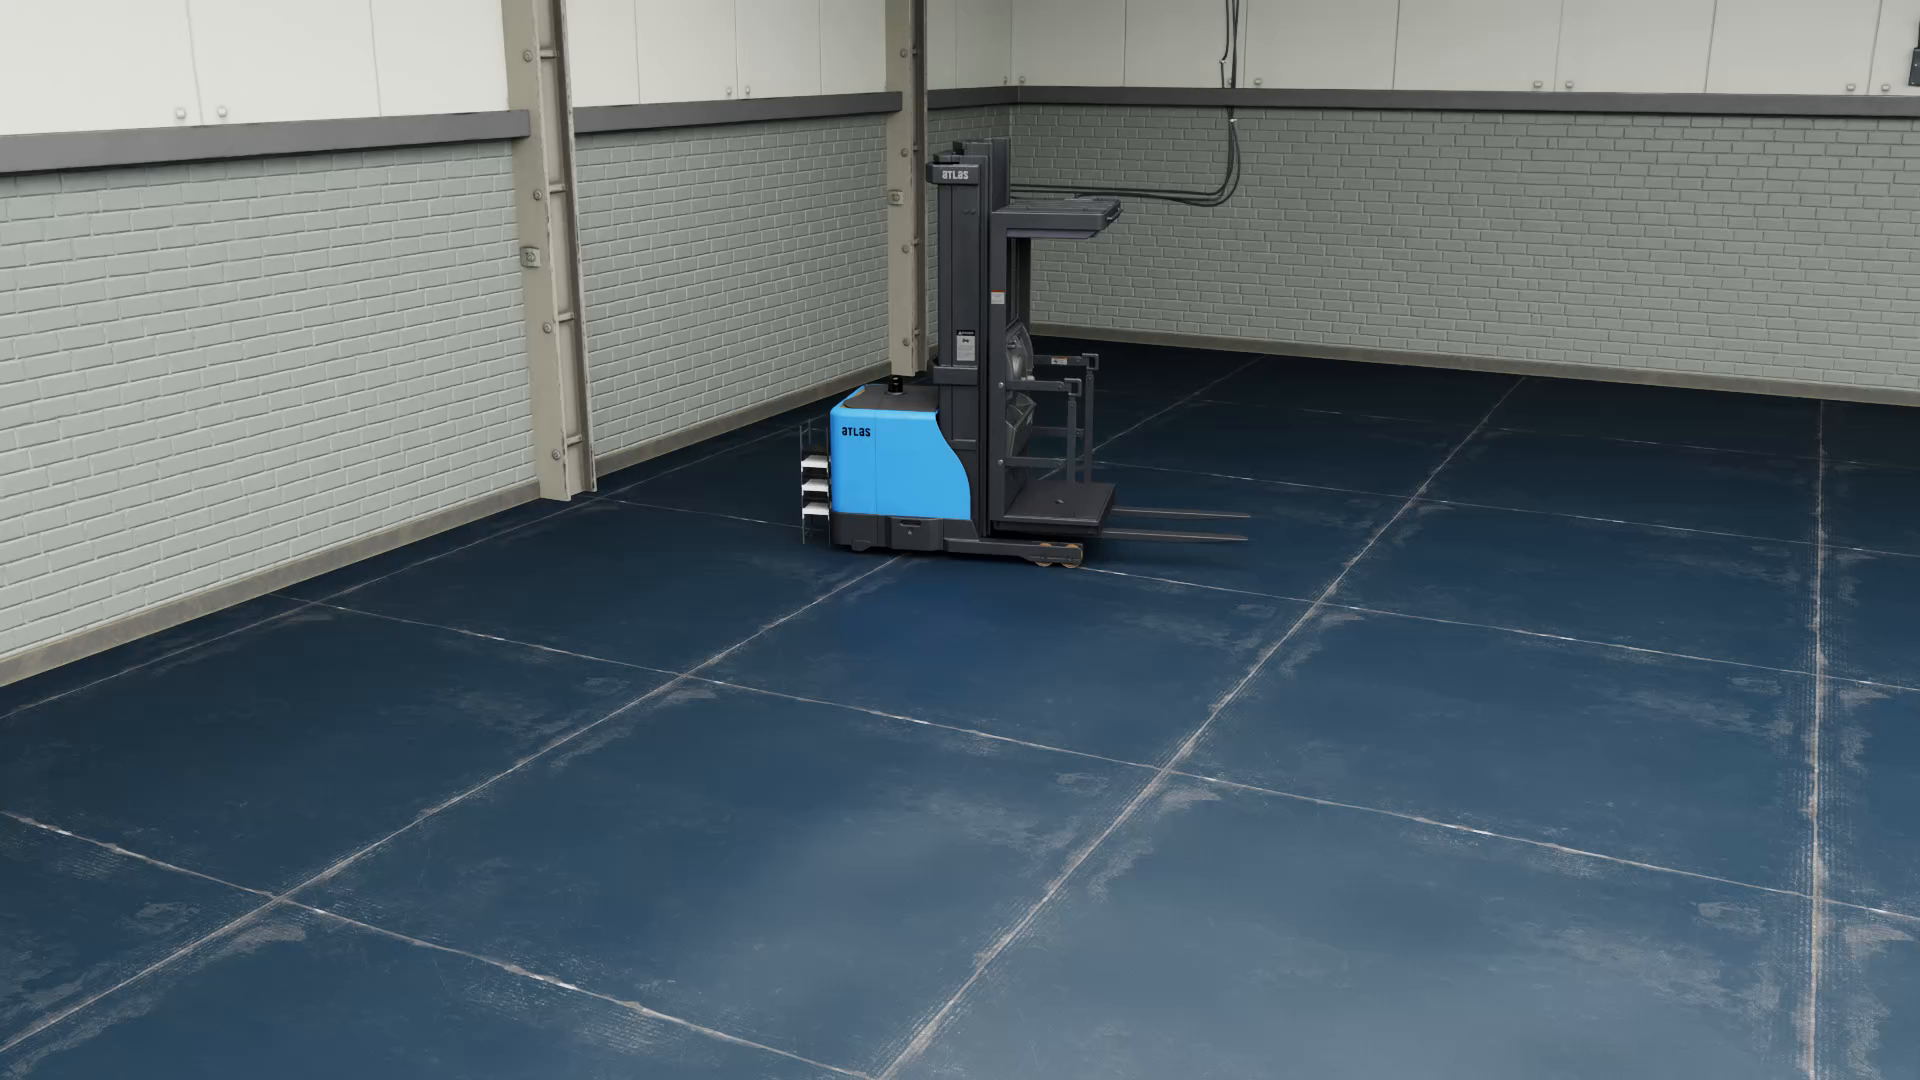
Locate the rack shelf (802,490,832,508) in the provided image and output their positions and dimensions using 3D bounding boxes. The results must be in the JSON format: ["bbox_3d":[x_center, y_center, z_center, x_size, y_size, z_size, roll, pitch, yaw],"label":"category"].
[{"bbox_3d":[-1.046,-0.311,12.423,0.200,0.077,0.258,3,17,11],"label":"rack shelf"}]

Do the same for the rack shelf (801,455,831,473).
[{"bbox_3d":[-1.046,-0.570,12.346,0.200,0.077,0.258,3,17,11],"label":"rack shelf"}]

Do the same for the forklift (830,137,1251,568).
[{"bbox_3d":[0.617,-1.370,11.988,3.031,2.935,1.130,3,17,11],"label":"forklift"}]

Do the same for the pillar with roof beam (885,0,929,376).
[{"bbox_3d":[3.271,-5.680,15.844,9.100,9.000,0.400,8,18,25],"label":"pillar with roof beam"}]

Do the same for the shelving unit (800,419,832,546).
[{"bbox_3d":[-1.046,-0.429,12.388,0.210,0.900,0.258,3,17,11],"label":"shelving unit"}]

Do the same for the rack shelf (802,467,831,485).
[{"bbox_3d":[-1.046,-0.483,12.372,0.200,0.077,0.258,3,17,11],"label":"rack shelf"}]

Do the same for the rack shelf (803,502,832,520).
[{"bbox_3d":[-1.046,-0.224,12.449,0.200,0.077,0.258,3,17,11],"label":"rack shelf"}]

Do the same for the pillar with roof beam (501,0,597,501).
[{"bbox_3d":[0.590,-4.152,10.699,9.100,9.000,0.400,8,18,25],"label":"pillar with roof beam"}]

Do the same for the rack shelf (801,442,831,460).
[{"bbox_3d":[-1.046,-0.656,12.321,0.200,0.077,0.258,3,17,11],"label":"rack shelf"}]

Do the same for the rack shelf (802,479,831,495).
[{"bbox_3d":[-1.046,-0.397,12.398,0.200,0.077,0.258,3,17,11],"label":"rack shelf"}]

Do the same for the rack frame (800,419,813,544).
[{"bbox_3d":[-1.145,-0.435,12.408,0.006,0.900,0.240,3,17,11],"label":"rack frame"}]

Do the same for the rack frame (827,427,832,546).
[{"bbox_3d":[-0.946,-0.423,12.368,0.006,0.900,0.240,3,17,11],"label":"rack frame"}]

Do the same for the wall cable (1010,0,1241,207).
[{"bbox_3d":[1.919,-5.322,20.090,3.097,2.526,0.112,8,18,25],"label":"wall cable"}]

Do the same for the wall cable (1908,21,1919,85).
[{"bbox_3d":[10.405,-7.229,15.084,2.305,6.003,0.169,8,18,25],"label":"wall cable"}]
